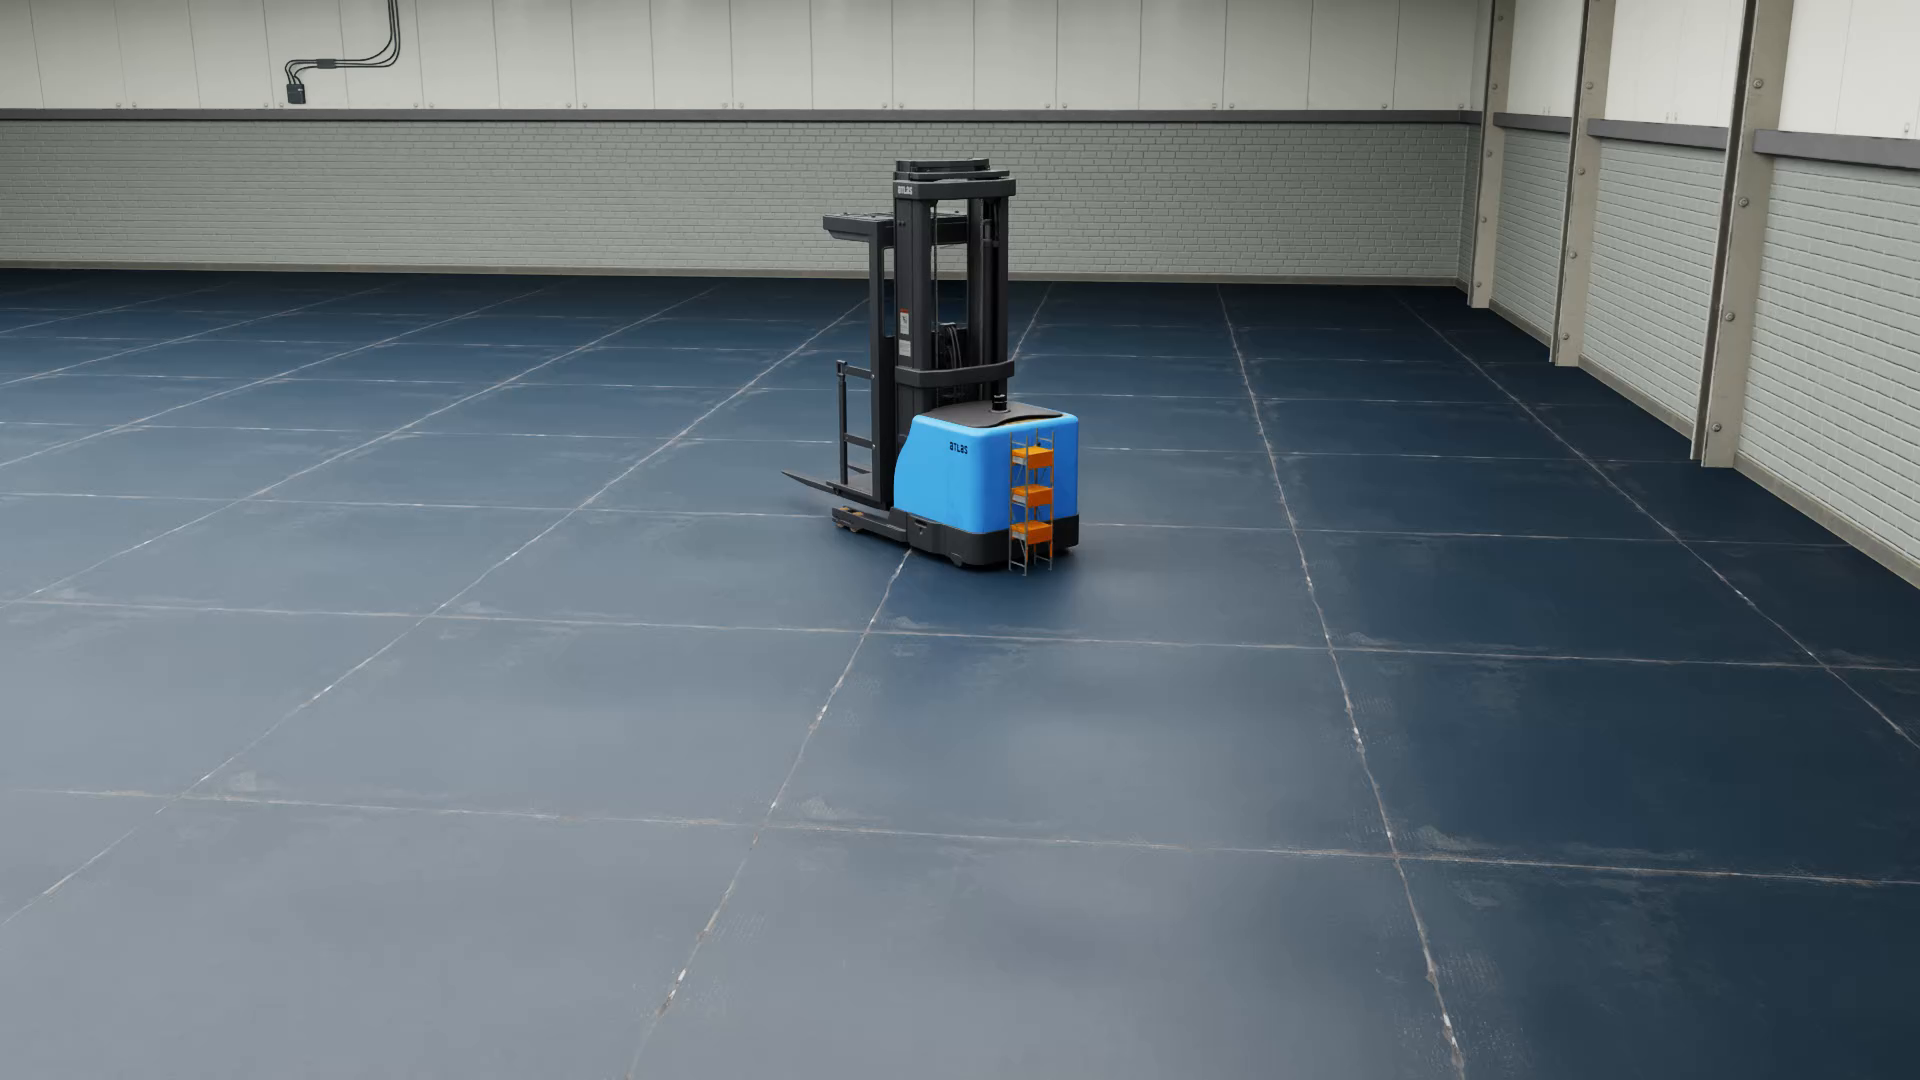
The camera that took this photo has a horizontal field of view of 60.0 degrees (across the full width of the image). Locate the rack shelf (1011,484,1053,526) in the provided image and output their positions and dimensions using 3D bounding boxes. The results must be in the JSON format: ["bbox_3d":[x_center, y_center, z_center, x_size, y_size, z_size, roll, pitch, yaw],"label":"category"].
[{"bbox_3d":[0.522,-0.270,12.188,0.240,0.259,0.215,-11,19,-36],"label":"rack shelf"}]

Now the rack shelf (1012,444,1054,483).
[{"bbox_3d":[0.522,-0.544,12.114,0.240,0.259,0.215,-11,19,-36],"label":"rack shelf"}]

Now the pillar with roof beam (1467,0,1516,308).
[{"bbox_3d":[4.274,-8.321,26.697,9.100,9.000,0.400,2,15,6],"label":"pillar with roof beam"}]

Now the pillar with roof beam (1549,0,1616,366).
[{"bbox_3d":[3.597,-6.765,20.942,9.100,9.000,0.400,2,15,6],"label":"pillar with roof beam"}]

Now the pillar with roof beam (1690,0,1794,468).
[{"bbox_3d":[2.920,-5.209,15.187,9.100,9.000,0.400,2,15,6],"label":"pillar with roof beam"}]

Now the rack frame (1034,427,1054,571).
[{"bbox_3d":[0.619,-0.299,12.257,0.008,1.050,0.200,-11,19,-36],"label":"rack frame"}]

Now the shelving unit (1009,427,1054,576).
[{"bbox_3d":[0.522,-0.280,12.186,0.252,1.050,0.215,-11,19,-36],"label":"shelving unit"}]

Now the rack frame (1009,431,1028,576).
[{"bbox_3d":[0.425,-0.260,12.114,0.008,1.050,0.200,-11,19,-36],"label":"rack frame"}]

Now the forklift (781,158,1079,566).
[{"bbox_3d":[-0.384,-1.545,13.263,1.130,2.935,3.031,-11,19,-36],"label":"forklift"}]

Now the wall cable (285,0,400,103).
[{"bbox_3d":[-11.670,-11.206,30.848,2.305,6.003,0.169,2,15,6],"label":"wall cable"}]

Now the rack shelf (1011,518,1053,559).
[{"bbox_3d":[0.522,-0.001,12.261,0.240,0.259,0.215,-11,19,-36],"label":"rack shelf"}]
